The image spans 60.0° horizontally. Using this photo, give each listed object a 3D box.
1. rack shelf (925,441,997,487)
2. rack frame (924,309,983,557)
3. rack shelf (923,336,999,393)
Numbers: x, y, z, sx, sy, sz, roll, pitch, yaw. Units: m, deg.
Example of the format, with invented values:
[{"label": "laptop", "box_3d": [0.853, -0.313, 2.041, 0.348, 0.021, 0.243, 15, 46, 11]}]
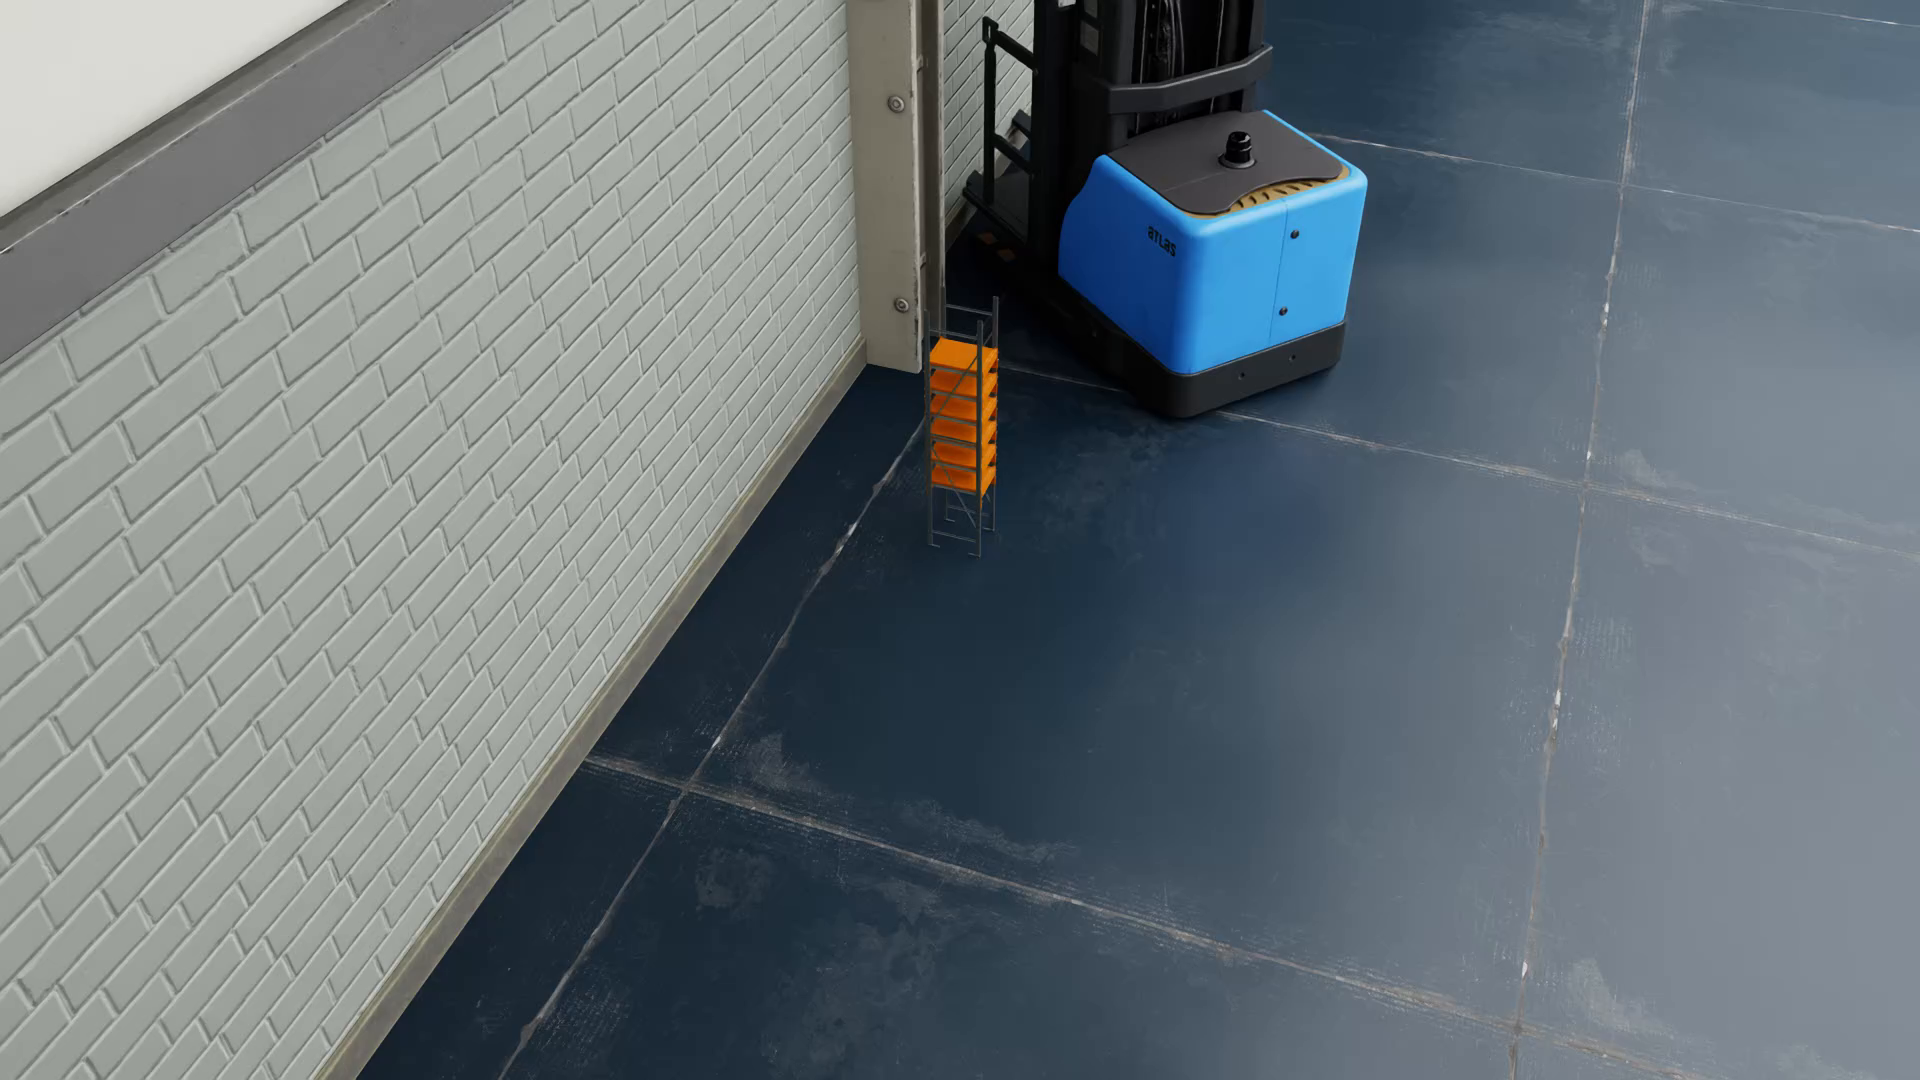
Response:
[{"label": "rack shelf", "box_3d": [0.005, -0.340, 6.978, 0.258, 0.103, 0.180, 13, 42, 15]}, {"label": "rack frame", "box_3d": [-0.026, -0.409, 6.806, 0.240, 1.200, 0.006, 13, 42, 15]}, {"label": "rack shelf", "box_3d": [0.005, -0.705, 6.666, 0.258, 0.103, 0.180, 13, 42, 15]}]
